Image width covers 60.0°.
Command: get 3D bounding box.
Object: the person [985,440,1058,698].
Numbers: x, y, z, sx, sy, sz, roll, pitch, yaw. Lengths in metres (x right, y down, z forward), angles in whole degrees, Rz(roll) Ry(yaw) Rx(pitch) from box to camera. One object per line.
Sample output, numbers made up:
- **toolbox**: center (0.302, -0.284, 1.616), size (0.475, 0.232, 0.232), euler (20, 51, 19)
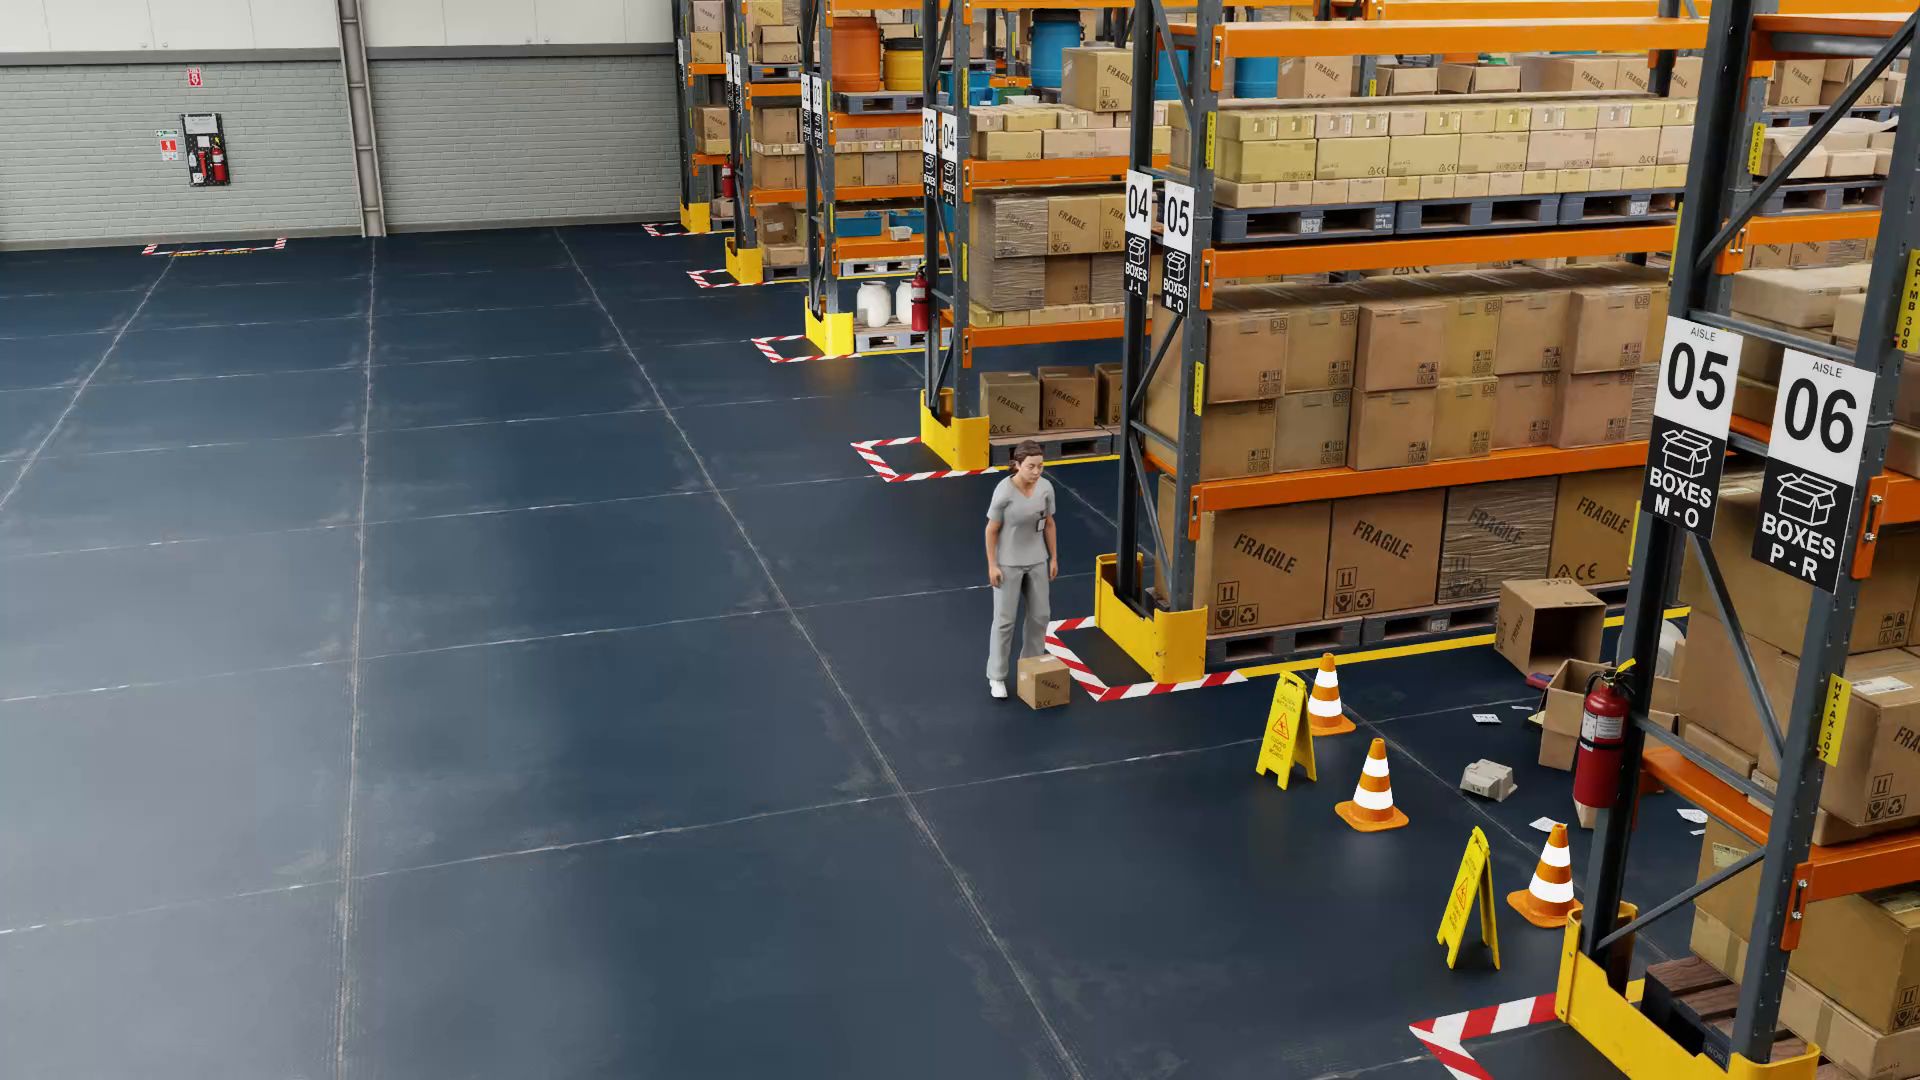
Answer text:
- **person**: center (0.398, 0.163, 10.609), size (0.487, 1.669, 0.361), euler (-8, 21, -21)
